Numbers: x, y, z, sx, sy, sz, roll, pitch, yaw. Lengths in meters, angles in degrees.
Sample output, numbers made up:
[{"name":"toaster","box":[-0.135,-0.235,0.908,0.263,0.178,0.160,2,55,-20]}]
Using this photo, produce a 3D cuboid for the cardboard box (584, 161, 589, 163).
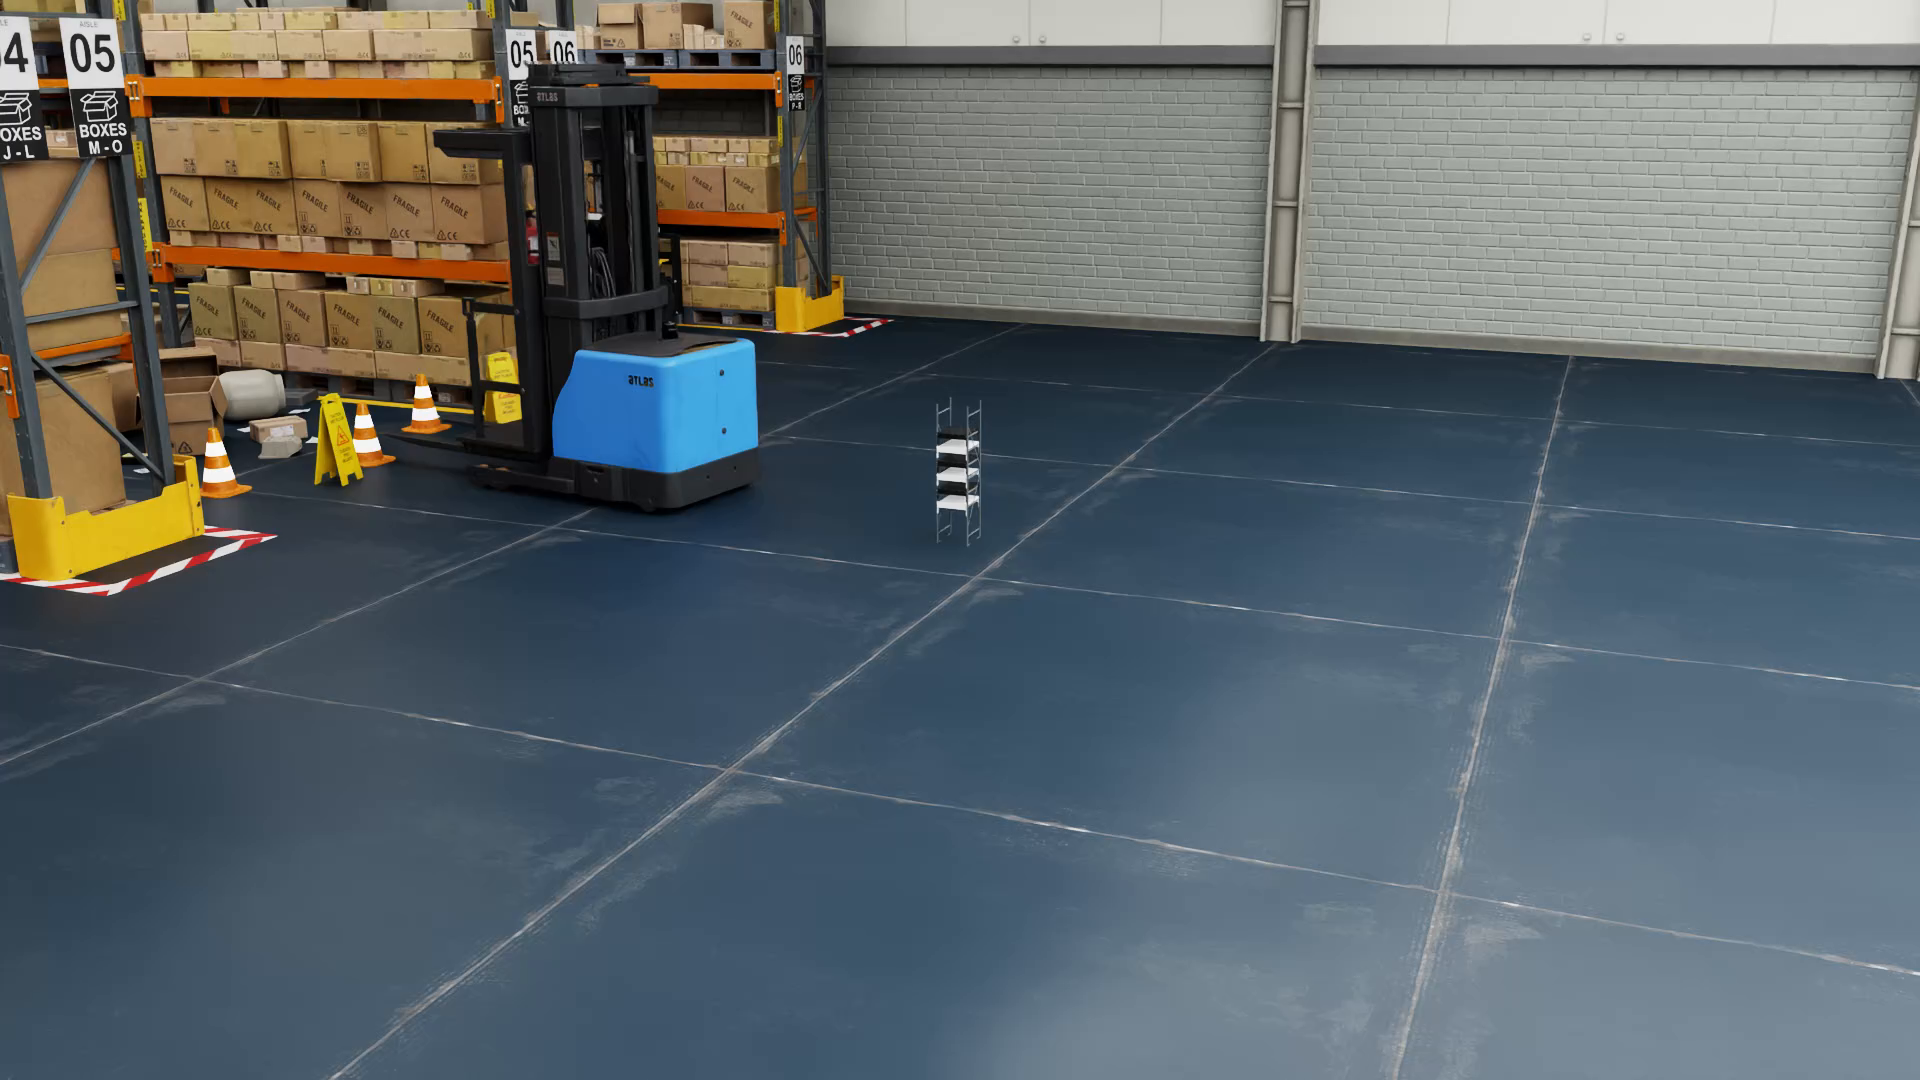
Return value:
[{"name":"cardboard box","box":[-4.335,-4.494,19.430,0.250,0.149,0.380,6,17,20]}]

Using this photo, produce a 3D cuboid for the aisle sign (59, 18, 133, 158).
[{"name":"aisle sign","box":[-5.117,-2.680,9.863,0.004,0.787,0.394,6,17,21]}]

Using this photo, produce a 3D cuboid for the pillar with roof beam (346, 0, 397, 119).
[{"name":"pillar with roof beam","box":[-9.232,-6.626,17.358,0.400,9.000,9.100,6,17,21]}]

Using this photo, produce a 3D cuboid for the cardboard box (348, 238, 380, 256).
[{"name":"cardboard box","box":[-5.213,-2.630,14.804,0.250,0.149,0.380,6,17,20]}]

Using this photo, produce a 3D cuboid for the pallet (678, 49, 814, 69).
[{"name":"pallet","box":[-2.402,-5.420,18.742,1.213,0.211,1.003,6,17,21]}]

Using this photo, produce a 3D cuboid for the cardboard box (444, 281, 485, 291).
[{"name":"cardboard box","box":[-4.730,-2.106,15.380,0.500,0.500,0.500,6,17,19]}]

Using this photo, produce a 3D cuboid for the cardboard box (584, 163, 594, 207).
[{"name":"cardboard box","box":[-4.195,-4.187,19.536,0.500,0.500,0.500,6,17,20]}]

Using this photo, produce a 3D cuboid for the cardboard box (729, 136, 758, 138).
[{"name":"cardboard box","box":[-2.469,-4.594,19.242,0.250,0.149,0.380,7,17,22]}]

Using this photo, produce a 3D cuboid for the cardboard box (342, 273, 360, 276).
[{"name":"cardboard box","box":[-7.383,-3.622,21.275,0.625,0.625,0.875,6,17,18]}]

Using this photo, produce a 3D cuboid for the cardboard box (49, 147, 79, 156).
[{"name":"cardboard box","box":[-8.268,-3.495,15.867,0.500,0.500,0.500,6,17,21]}]

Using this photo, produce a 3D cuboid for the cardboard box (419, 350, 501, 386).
[{"name":"cardboard box","box":[-4.444,-1.552,14.818,0.500,0.250,0.500,6,17,20]}]

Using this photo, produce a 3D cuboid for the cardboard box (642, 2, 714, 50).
[{"name":"cardboard box","box":[-3.171,-5.794,18.760,0.500,0.500,0.700,6,17,21]}]

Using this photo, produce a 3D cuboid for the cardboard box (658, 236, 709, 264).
[{"name":"cardboard box","box":[-3.246,-3.370,19.288,0.500,0.250,0.500,7,17,21]}]

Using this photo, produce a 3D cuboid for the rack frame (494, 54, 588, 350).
[{"name":"rack frame","box":[-3.571,-2.655,14.440,0.127,3.000,1.000,6,17,21]}]

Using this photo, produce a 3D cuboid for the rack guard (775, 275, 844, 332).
[{"name":"rack guard","box":[-1.731,-2.740,19.216,0.348,0.500,1.175,6,17,21]}]

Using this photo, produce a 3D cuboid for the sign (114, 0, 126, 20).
[{"name":"sign","box":[-7.493,-4.798,14.807,0.005,0.325,0.100,6,17,21]}]

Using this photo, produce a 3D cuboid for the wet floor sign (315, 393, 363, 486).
[{"name":"wet floor sign","box":[-4.540,-0.741,12.069,0.232,0.644,0.267,3,17,11]}]

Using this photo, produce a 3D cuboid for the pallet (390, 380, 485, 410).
[{"name":"pallet","box":[-4.385,-1.416,15.173,1.213,0.211,1.003,6,17,21]}]

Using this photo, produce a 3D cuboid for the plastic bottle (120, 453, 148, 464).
[{"name":"plastic bottle","box":[-6.317,-0.620,12.701,0.283,0.061,0.133,0,16,1]}]

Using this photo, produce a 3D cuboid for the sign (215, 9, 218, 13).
[{"name":"sign","box":[-7.100,-4.895,15.847,0.005,0.325,0.100,6,17,21]}]

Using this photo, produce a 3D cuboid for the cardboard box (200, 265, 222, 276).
[{"name":"cardboard box","box":[-9.668,-3.750,21.942,0.500,0.500,0.500,7,18,22]}]

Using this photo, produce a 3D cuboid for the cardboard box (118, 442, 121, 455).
[{"name":"cardboard box","box":[-6.740,-0.759,12.813,0.258,0.266,0.396,10,19,30]}]

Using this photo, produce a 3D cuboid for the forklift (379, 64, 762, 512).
[{"name":"forklift","box":[-2.958,-1.878,11.885,3.031,2.935,1.130,9,19,29]}]

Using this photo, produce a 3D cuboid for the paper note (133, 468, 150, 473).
[{"name":"paper note","box":[-6.090,-0.531,12.451,0.142,0.017,0.144,14,21,40]}]

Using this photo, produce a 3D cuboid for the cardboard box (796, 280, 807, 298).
[{"name":"cardboard box","box":[-2.139,-2.925,19.548,0.500,0.250,0.500,6,17,21]}]

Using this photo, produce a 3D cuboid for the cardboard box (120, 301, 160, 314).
[{"name":"cardboard box","box":[-8.451,-2.130,16.590,0.625,0.372,0.950,7,18,24]}]

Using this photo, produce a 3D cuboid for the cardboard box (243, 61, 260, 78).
[{"name":"cardboard box","box":[-6.135,-4.185,14.779,0.250,0.149,0.380,6,17,19]}]

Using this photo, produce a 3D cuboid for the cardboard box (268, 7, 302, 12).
[{"name":"cardboard box","box":[-8.105,-6.337,20.629,0.500,0.500,0.700,6,17,20]}]

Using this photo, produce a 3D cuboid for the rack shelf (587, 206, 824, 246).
[{"name":"rack shelf","box":[-3.614,-3.802,19.681,4.000,0.370,1.077,6,17,21]}]

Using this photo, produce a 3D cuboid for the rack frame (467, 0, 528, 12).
[{"name":"rack frame","box":[-5.474,-7.233,19.449,0.127,3.000,1.000,6,17,21]}]

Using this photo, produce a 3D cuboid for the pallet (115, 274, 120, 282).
[{"name":"pallet","box":[-12.146,-3.758,23.240,1.213,0.211,1.003,6,17,21]}]

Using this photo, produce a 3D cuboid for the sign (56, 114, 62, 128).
[{"name":"sign","box":[-12.716,-5.871,23.440,0.005,0.325,0.100,6,17,21]}]

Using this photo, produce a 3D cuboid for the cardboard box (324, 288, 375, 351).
[{"name":"cardboard box","box":[-5.366,-2.017,15.075,0.500,0.500,0.500,6,17,19]}]

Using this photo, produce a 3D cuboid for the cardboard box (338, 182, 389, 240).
[{"name":"cardboard box","box":[-5.105,-2.935,14.690,0.500,0.500,0.500,6,17,20]}]

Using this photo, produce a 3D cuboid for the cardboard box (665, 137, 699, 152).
[{"name":"cardboard box","box":[-3.145,-4.507,18.942,0.250,0.149,0.380,7,18,22]}]

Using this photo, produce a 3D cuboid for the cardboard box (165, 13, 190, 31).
[{"name":"cardboard box","box":[-6.866,-4.631,14.887,0.250,0.149,0.380,7,18,22]}]

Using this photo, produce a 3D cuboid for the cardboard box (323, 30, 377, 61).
[{"name":"cardboard box","box":[-5.098,-4.253,14.298,0.500,0.250,0.500,7,18,22]}]

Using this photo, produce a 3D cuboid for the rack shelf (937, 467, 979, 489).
[{"name":"rack shelf","box":[-0.008,-0.401,10.560,0.200,0.077,0.258,6,17,21]}]

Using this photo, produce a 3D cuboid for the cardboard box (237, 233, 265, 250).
[{"name":"cardboard box","box":[-6.387,-2.763,15.260,0.250,0.149,0.380,7,18,22]}]

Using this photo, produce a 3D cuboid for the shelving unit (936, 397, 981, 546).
[{"name":"shelving unit","box":[-0.008,-0.433,10.551,0.210,0.900,0.258,6,17,21]}]

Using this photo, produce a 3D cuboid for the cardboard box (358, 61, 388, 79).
[{"name":"cardboard box","box":[-4.944,-4.049,14.309,0.250,0.149,0.380,6,17,20]}]

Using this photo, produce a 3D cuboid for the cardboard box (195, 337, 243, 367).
[{"name":"cardboard box","box":[-6.842,-1.815,15.725,0.500,0.250,0.500,5,17,18]}]

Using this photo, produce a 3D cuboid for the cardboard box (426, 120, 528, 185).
[{"name":"cardboard box","box":[-4.127,-3.322,14.230,0.500,0.500,0.700,6,17,19]}]

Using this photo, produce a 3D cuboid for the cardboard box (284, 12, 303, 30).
[{"name":"cardboard box","box":[-5.642,-4.513,14.479,0.250,0.149,0.380,7,17,22]}]

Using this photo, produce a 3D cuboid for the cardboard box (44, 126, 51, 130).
[{"name":"cardboard box","box":[-9.388,-4.084,16.730,0.250,0.149,0.380,5,17,18]}]

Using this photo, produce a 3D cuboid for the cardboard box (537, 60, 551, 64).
[{"name":"cardboard box","box":[-3.761,-4.093,14.464,0.250,0.149,0.380,6,17,21]}]

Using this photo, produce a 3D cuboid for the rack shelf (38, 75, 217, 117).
[{"name":"rack shelf","box":[-9.153,-4.364,16.236,4.000,0.370,1.077,6,17,21]}]

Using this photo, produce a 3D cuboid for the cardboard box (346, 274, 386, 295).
[{"name":"cardboard box","box":[-5.256,-2.297,14.874,0.250,0.149,0.380,7,18,23]}]

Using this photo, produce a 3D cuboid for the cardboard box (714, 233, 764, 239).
[{"name":"cardboard box","box":[-2.597,-3.453,19.573,0.500,0.250,0.500,6,17,21]}]

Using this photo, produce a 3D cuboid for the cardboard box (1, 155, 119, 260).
[{"name":"cardboard box","box":[-5.624,-2.000,9.976,0.550,0.550,0.875,6,17,21]}]

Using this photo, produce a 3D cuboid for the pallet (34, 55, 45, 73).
[{"name":"pallet","box":[-8.793,-4.611,16.133,1.003,0.211,1.213,6,17,21]}]

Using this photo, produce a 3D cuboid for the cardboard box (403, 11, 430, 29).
[{"name":"cardboard box","box":[-4.464,-4.374,14.000,0.250,0.149,0.380,6,17,20]}]

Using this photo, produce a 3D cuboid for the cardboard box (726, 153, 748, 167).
[{"name":"cardboard box","box":[-2.427,-4.284,18.707,0.250,0.149,0.380,7,17,22]}]

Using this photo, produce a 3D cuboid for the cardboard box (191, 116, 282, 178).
[{"name":"cardboard box","box":[-6.495,-3.576,15.106,0.500,0.500,0.700,6,17,21]}]

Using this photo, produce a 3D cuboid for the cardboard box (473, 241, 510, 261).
[{"name":"cardboard box","box":[-3.998,-2.518,14.416,0.250,0.149,0.380,7,18,22]}]
